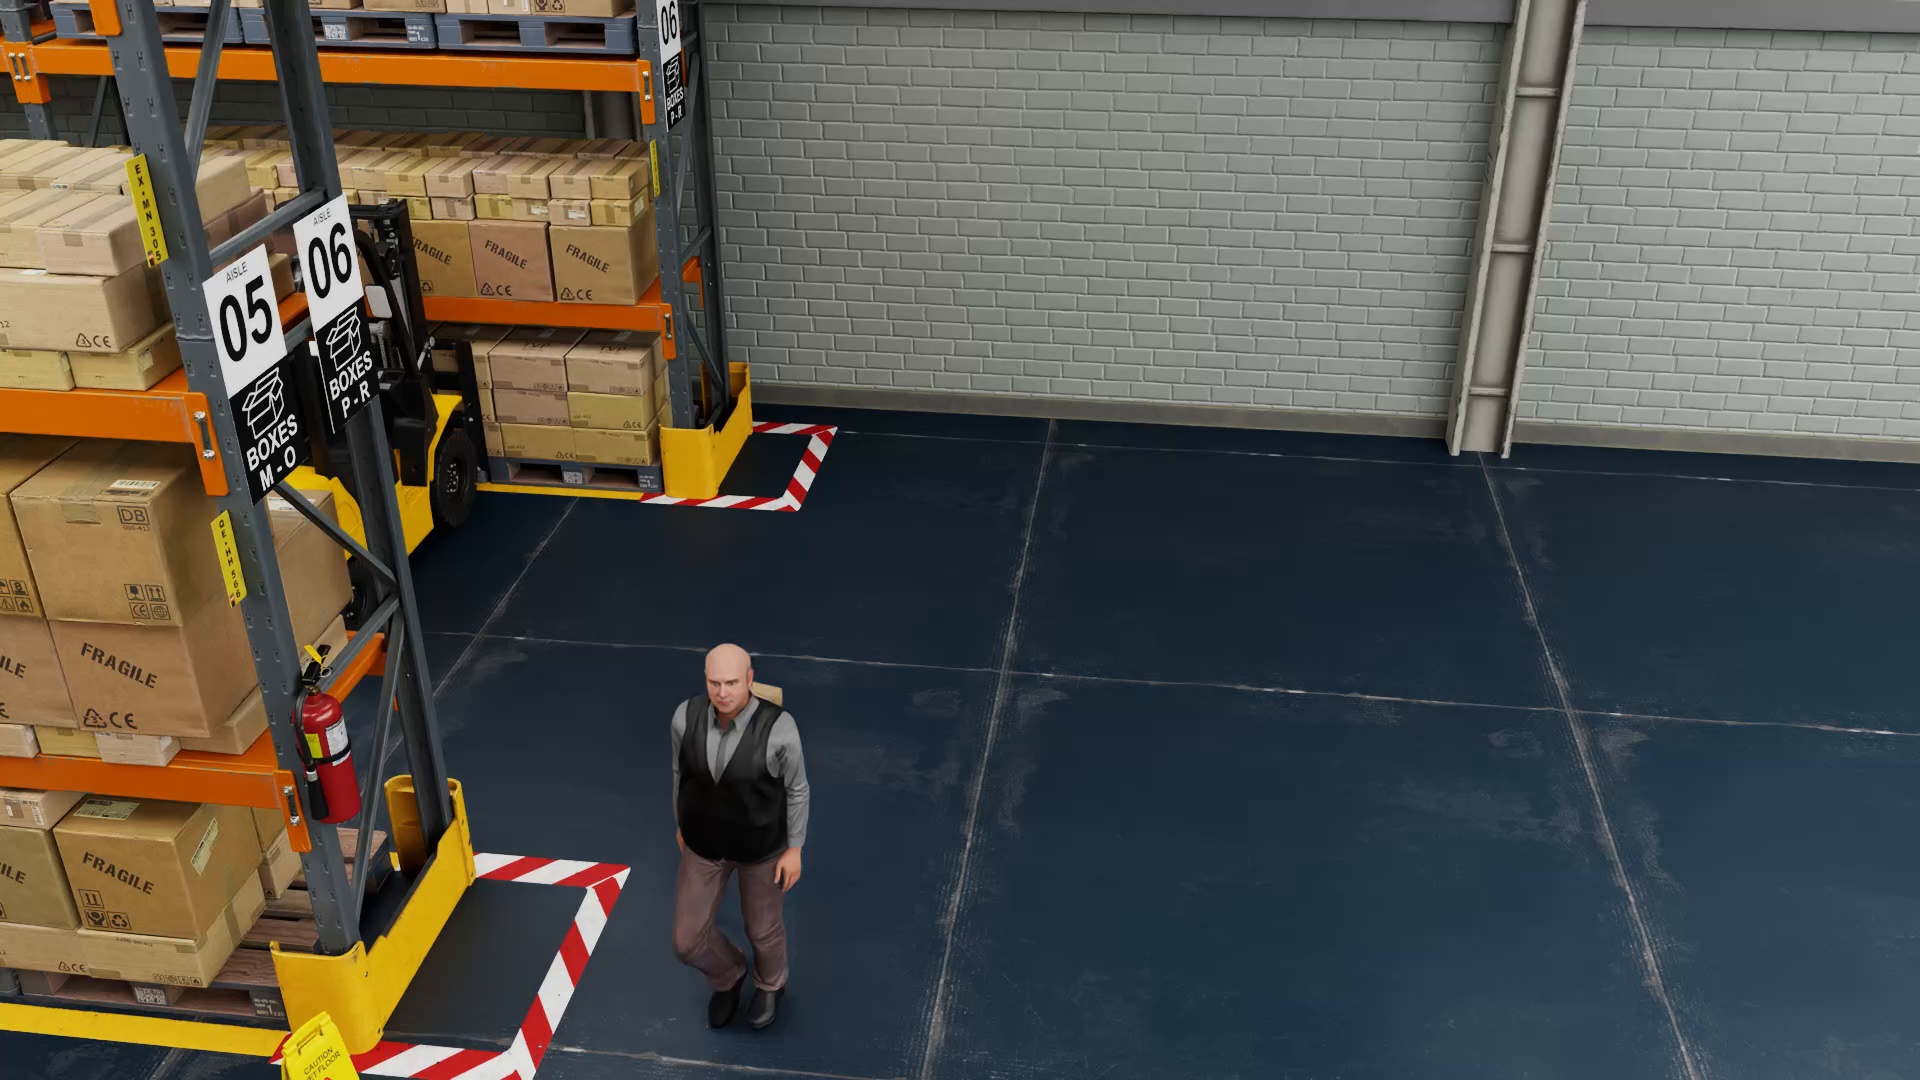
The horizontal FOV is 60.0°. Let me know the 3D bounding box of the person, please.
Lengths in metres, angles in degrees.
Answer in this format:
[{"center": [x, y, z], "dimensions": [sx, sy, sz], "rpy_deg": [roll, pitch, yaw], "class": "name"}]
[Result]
[{"center": [-0.859, 1.208, 6.381], "dimensions": [0.564, 1.754, 0.480], "rpy_deg": [5, 29, 9], "class": "person"}]
